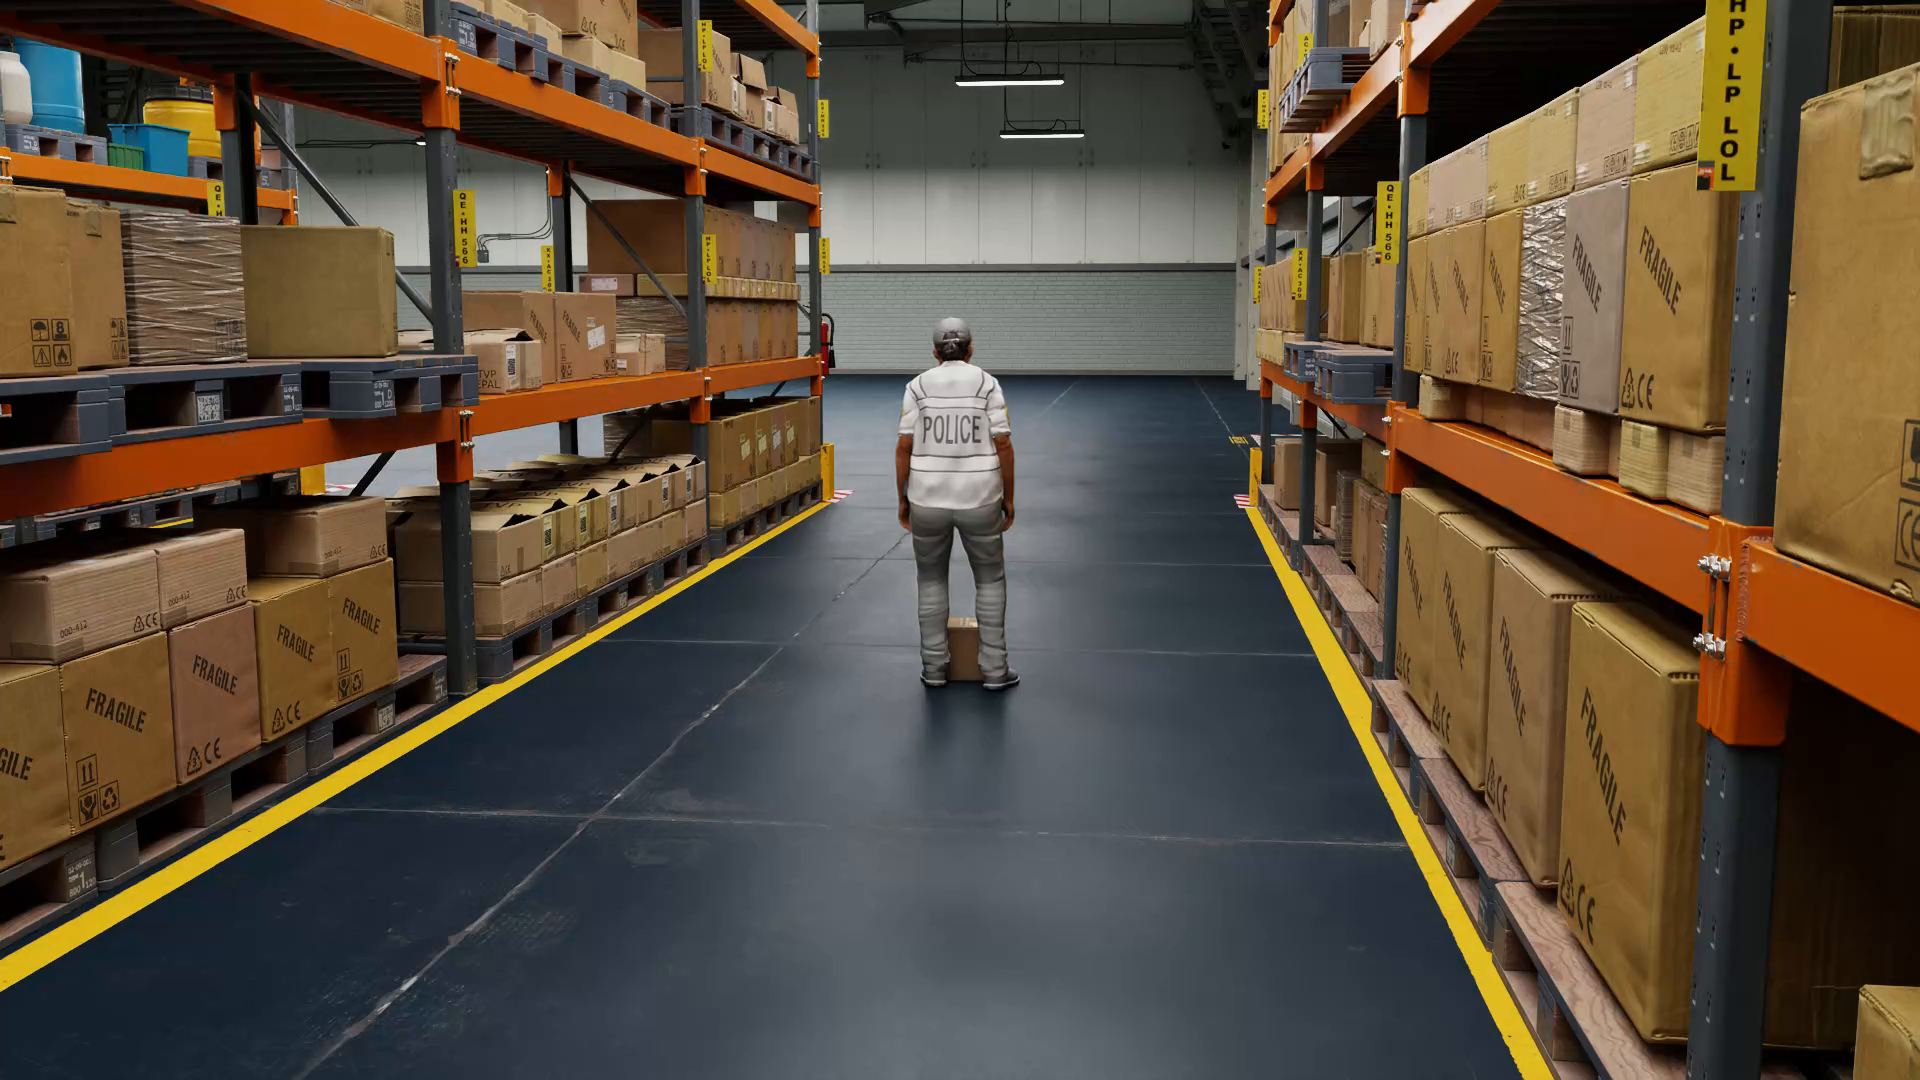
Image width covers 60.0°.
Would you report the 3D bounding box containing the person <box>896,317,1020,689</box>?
[{"bbox_3d":[-0.007,-0.163,7.481,0.553,1.666,0.471,1,8,5],"label":"person"}]
